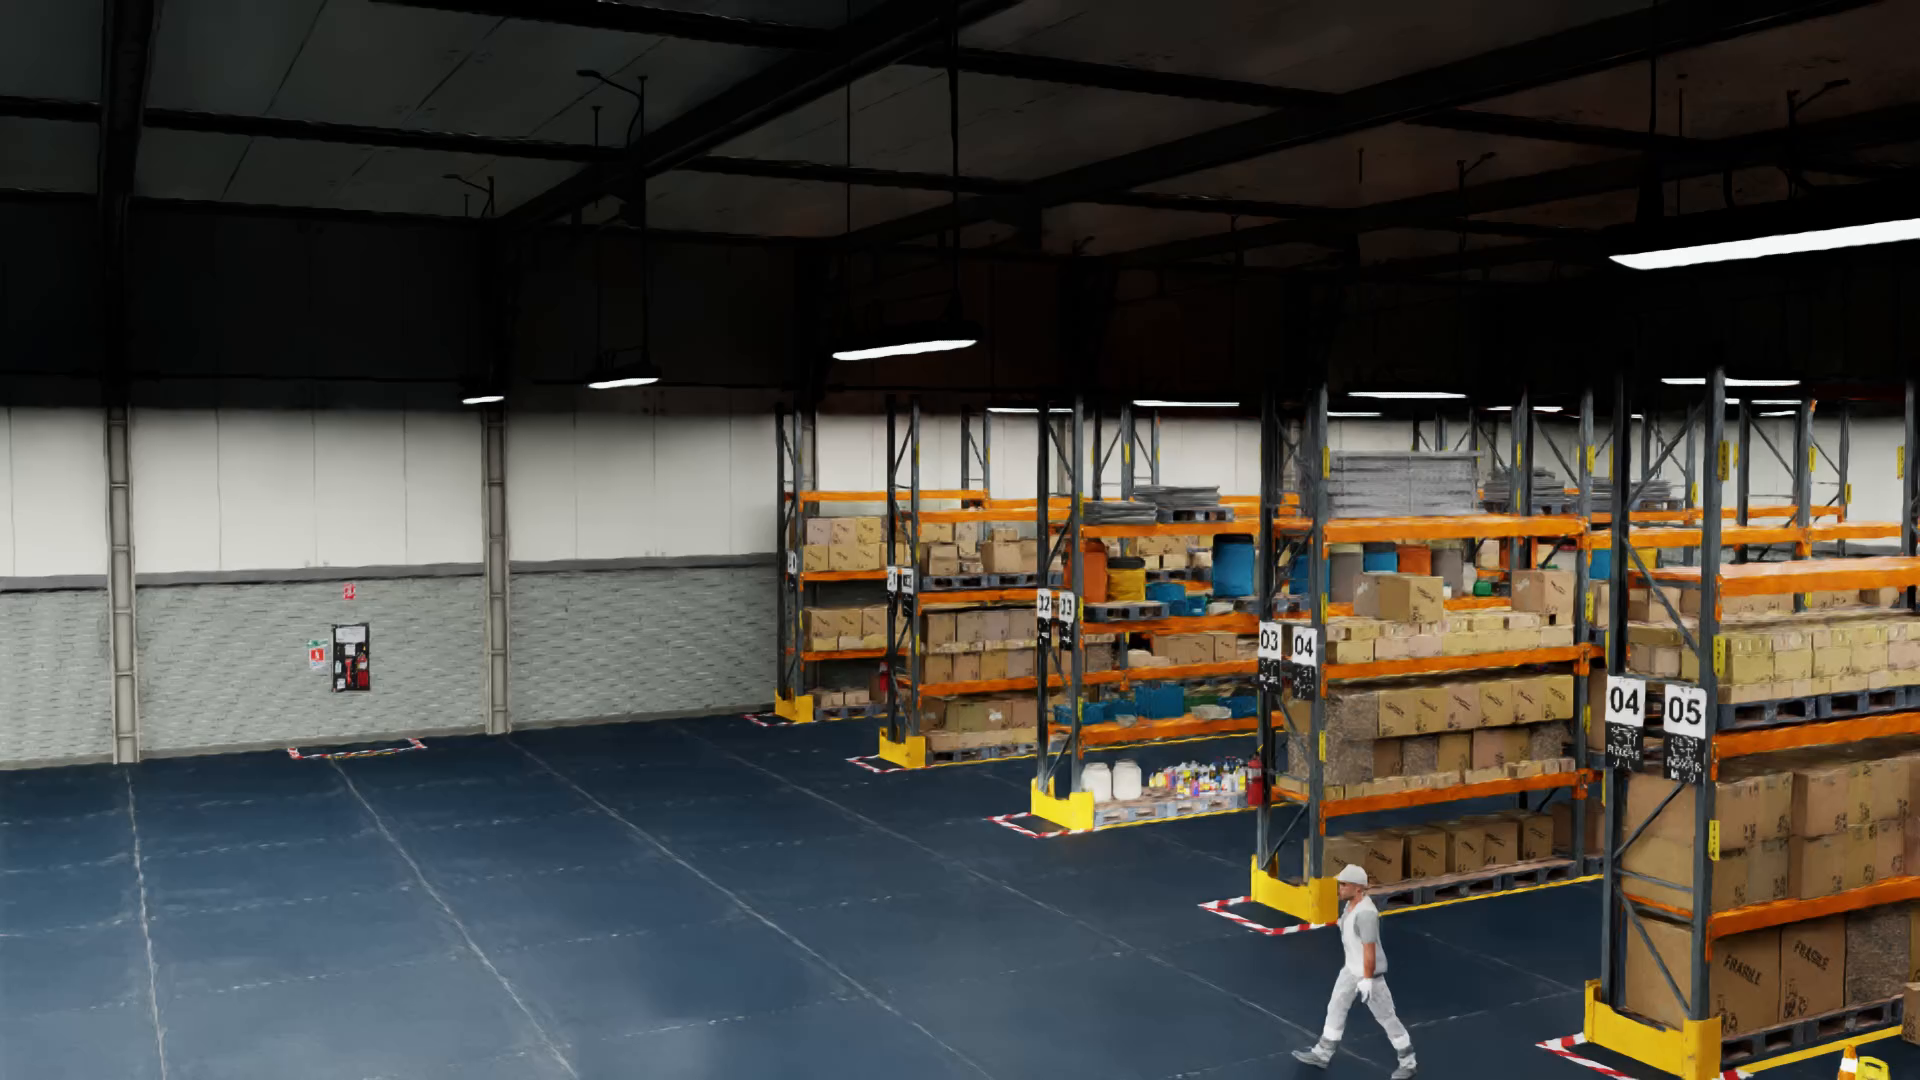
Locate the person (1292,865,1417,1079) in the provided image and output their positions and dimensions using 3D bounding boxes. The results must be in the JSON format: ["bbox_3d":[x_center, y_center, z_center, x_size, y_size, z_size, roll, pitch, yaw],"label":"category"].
[{"bbox_3d":[3.252,3.521,13.618,0.960,1.741,0.591,0,3,-4],"label":"person"}]
